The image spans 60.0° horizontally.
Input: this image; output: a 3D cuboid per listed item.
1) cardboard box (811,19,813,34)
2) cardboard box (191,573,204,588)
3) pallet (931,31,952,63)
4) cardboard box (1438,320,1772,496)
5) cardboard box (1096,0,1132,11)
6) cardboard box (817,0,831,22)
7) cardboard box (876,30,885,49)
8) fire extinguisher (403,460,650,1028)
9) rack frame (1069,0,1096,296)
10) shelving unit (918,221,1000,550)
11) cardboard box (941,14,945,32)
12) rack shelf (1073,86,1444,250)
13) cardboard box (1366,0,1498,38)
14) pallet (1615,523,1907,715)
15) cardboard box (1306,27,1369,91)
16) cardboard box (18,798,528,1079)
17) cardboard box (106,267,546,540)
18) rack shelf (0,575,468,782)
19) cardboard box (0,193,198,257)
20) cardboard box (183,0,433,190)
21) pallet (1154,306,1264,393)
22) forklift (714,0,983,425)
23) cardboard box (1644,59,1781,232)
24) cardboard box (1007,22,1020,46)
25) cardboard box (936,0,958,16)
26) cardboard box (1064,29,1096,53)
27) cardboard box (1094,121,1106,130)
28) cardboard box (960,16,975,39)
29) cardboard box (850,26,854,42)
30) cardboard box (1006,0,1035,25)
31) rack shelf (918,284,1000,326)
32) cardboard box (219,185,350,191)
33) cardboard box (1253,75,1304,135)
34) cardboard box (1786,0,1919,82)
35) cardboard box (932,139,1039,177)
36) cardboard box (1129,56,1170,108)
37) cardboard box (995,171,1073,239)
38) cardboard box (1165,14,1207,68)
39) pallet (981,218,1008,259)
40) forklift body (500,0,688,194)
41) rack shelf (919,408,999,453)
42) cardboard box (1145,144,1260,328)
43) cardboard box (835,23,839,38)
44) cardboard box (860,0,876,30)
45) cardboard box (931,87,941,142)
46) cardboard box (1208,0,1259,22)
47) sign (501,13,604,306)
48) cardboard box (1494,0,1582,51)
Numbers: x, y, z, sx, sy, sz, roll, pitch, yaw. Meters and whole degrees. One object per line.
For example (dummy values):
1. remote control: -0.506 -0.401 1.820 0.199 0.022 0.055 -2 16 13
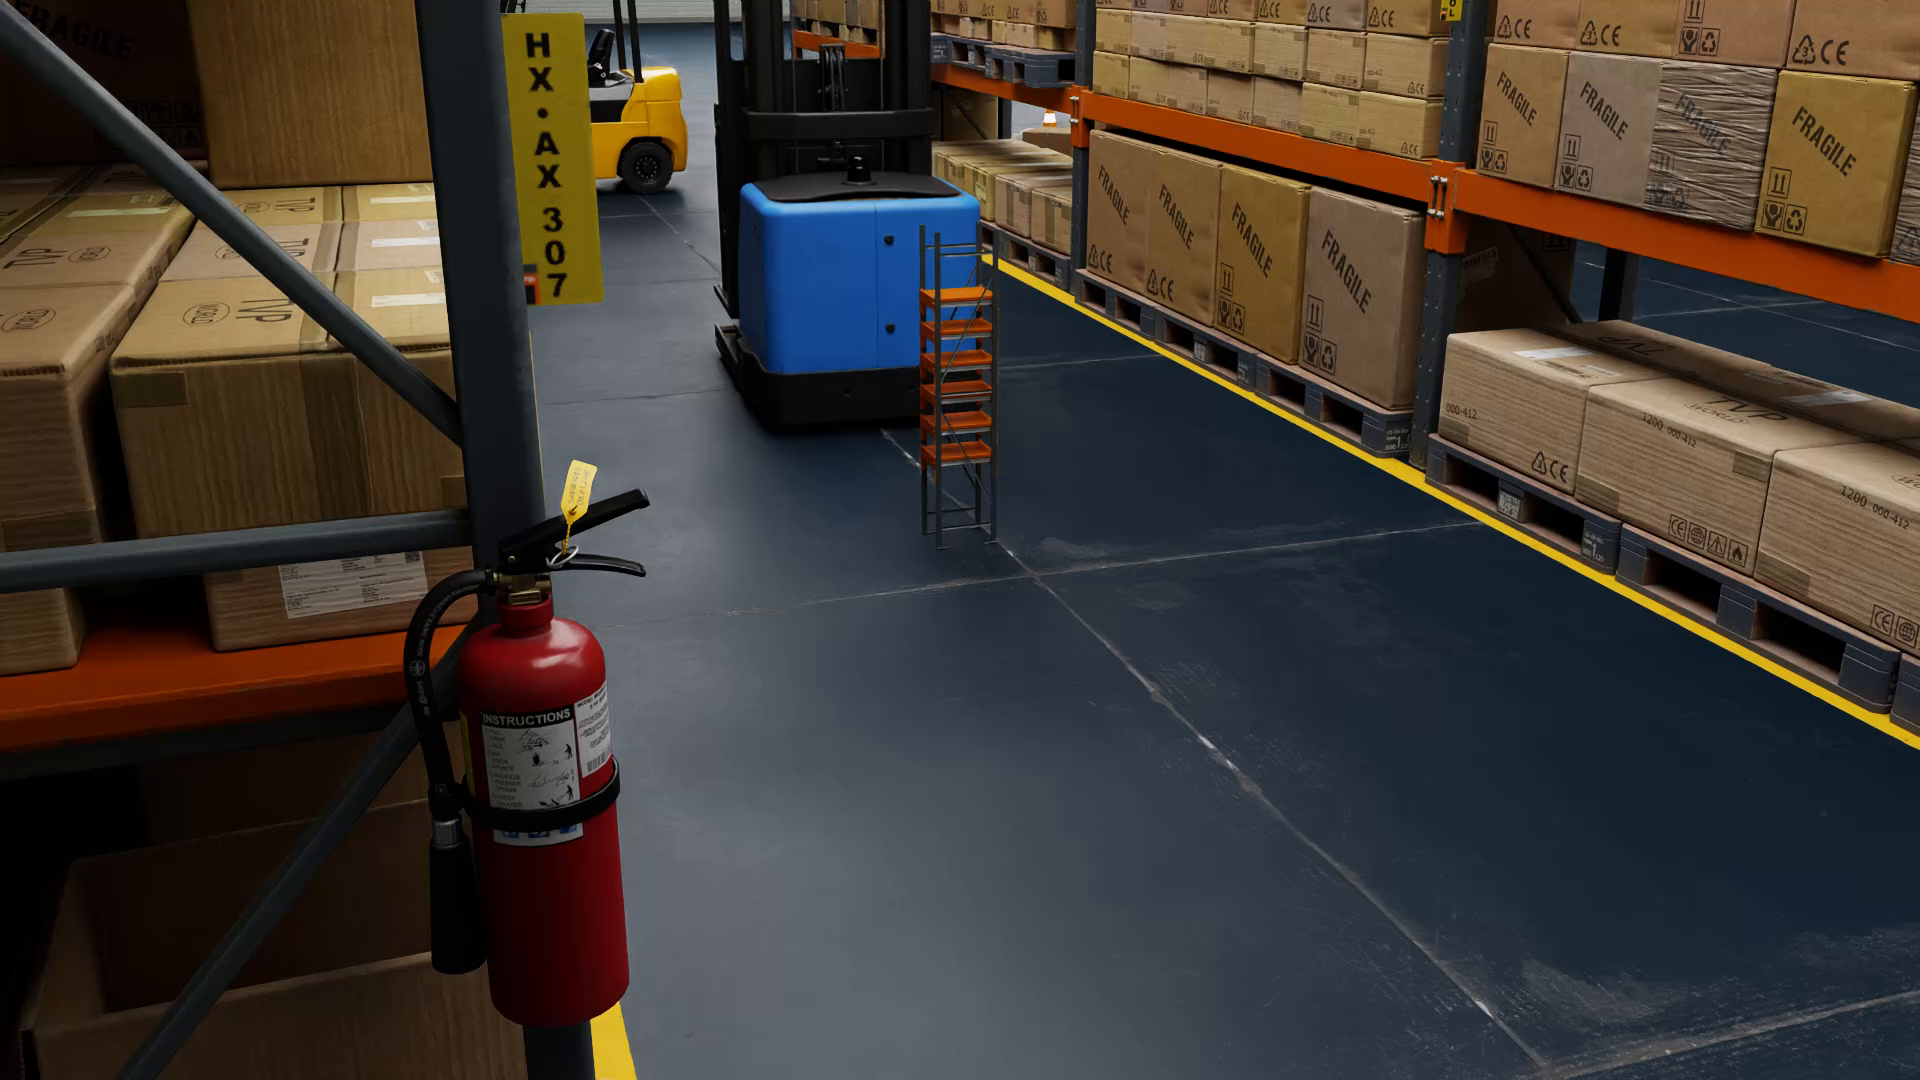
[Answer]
1. cardboard box: -1.292 -5.206 16.843 0.380 0.149 0.250 -7 21 -19
2. cardboard box: -0.950 -0.058 2.512 0.380 0.149 0.250 -6 21 -16
3. pallet: 0.058 -3.993 13.381 1.003 0.211 1.213 -6 21 -17
4. cardboard box: 2.566 -0.556 6.696 0.875 0.438 0.875 -7 21 -18
5. cardboard box: 1.136 -3.394 9.802 0.500 0.500 0.500 -7 21 -19
6. cardboard box: -1.088 -5.304 16.159 0.500 0.500 0.500 -7 21 -18
7. cardboard box: -0.519 -4.376 14.535 0.380 0.149 0.250 -6 21 -16
8. fire extinguisher: -0.498 0.245 1.963 0.296 0.674 0.183 -6 21 -17
9. rack frame: 1.213 -3.061 10.501 1.000 3.000 0.127 -6 21 -17
10. shelving unit: -0.005 -0.569 6.227 0.258 1.200 0.189 -6 21 -17
11. cardboard box: 0.062 -4.049 13.002 0.380 0.149 0.250 -5 20 -14
12. rack shelf: 1.842 -2.080 8.835 1.077 0.370 4.000 -6 21 -17
13. cardboard box: 2.092 -2.411 7.066 0.500 0.500 0.500 -6 21 -15
14. pallet: 3.022 0.180 5.604 1.003 0.211 1.213 -6 21 -17
15. cardboard box: 1.937 -2.217 7.634 0.500 0.250 0.500 -6 21 -16
16. cardboard box: -1.085 0.806 2.807 0.797 0.503 0.637 -7 21 -19
17. cardboard box: -0.870 -0.209 2.342 0.500 0.250 0.500 -6 21 -17
18. rack shelf: -1.612 -0.268 3.790 1.077 0.370 4.000 -6 21 -17
19. cardboard box: -1.692 -0.479 3.094 0.500 0.250 0.500 -6 21 -15
20. cardboard box: -1.342 -1.043 3.555 0.500 0.500 0.500 -6 21 -16
21. pallet: 1.769 -1.097 9.157 1.003 0.211 1.213 -6 21 -17
22. forklift: -0.747 -2.376 8.696 1.130 2.935 3.031 -5 20 -13
23. cardboard box: 2.674 -1.324 5.516 0.500 0.500 0.500 -6 21 -17
24. cardboard box: 0.541 -3.456 11.353 0.380 0.149 0.250 -7 21 -20
25. cardboard box: 0.132 -4.227 12.539 0.500 0.500 0.500 -7 21 -18
26. cardboard box: 0.887 -3.220 10.695 0.380 0.149 0.250 -6 21 -15
27. cardboard box: 1.654 -4.158 17.250 0.637 0.503 0.797 12 23 30
28. cardboard box: 0.213 -3.792 12.286 0.380 0.149 0.250 -6 20 -15
29. cardboard box: -0.809 -4.708 15.458 0.380 0.149 0.250 -7 21 -18
30. cardboard box: 0.634 -3.727 11.145 0.500 0.500 0.500 -7 21 -18
31. rack shelf: -0.005 -0.866 6.120 0.258 0.103 0.180 -6 21 -17
32. cardboard box: -1.372 -0.694 3.694 0.500 0.250 0.500 -7 21 -19
33. cardboard box: 1.791 -2.151 8.190 0.500 0.250 0.500 -7 21 -19
34. cardboard box: 2.849 -1.626 4.878 0.500 0.500 0.500 -7 21 -18
35. cardboard box: 0.123 -3.137 13.980 0.950 0.372 0.625 -6 21 -17
36. cardboard box: 1.306 -2.643 9.561 0.500 0.250 0.500 -7 21 -19
37. cardboard box: 0.806 -2.440 12.038 0.950 0.372 0.625 -7 21 -18
38. cardboard box: 1.444 -2.709 9.005 0.500 0.250 0.500 -6 21 -17
39. pallet: 0.589 -2.390 12.759 1.003 0.211 1.213 -6 21 -17
40. forklift body: -3.684 -4.285 15.165 2.313 2.155 1.214 -6 21 -17
41. rack shelf: -0.005 -0.415 6.282 0.258 0.103 0.180 -6 21 -17
42. cardboard box: 1.628 -1.741 9.349 0.875 0.875 0.875 -6 21 -17
43. cardboard box: -1.002 -4.961 16.163 0.380 0.149 0.250 -6 21 -15
44. cardboard box: -0.588 -4.812 14.788 0.500 0.500 0.500 -6 21 -15
45. cardboard box: -0.485 -3.762 14.791 0.500 0.500 0.500 -7 21 -18
46. cardboard box: 1.605 -2.906 8.443 0.500 0.500 0.500 -6 21 -16
47. sign: -0.468 -0.430 1.896 0.100 0.325 0.005 -6 21 -17
48. cardboard box: 2.390 -2.116 6.244 0.500 0.500 0.500 -6 21 -17
